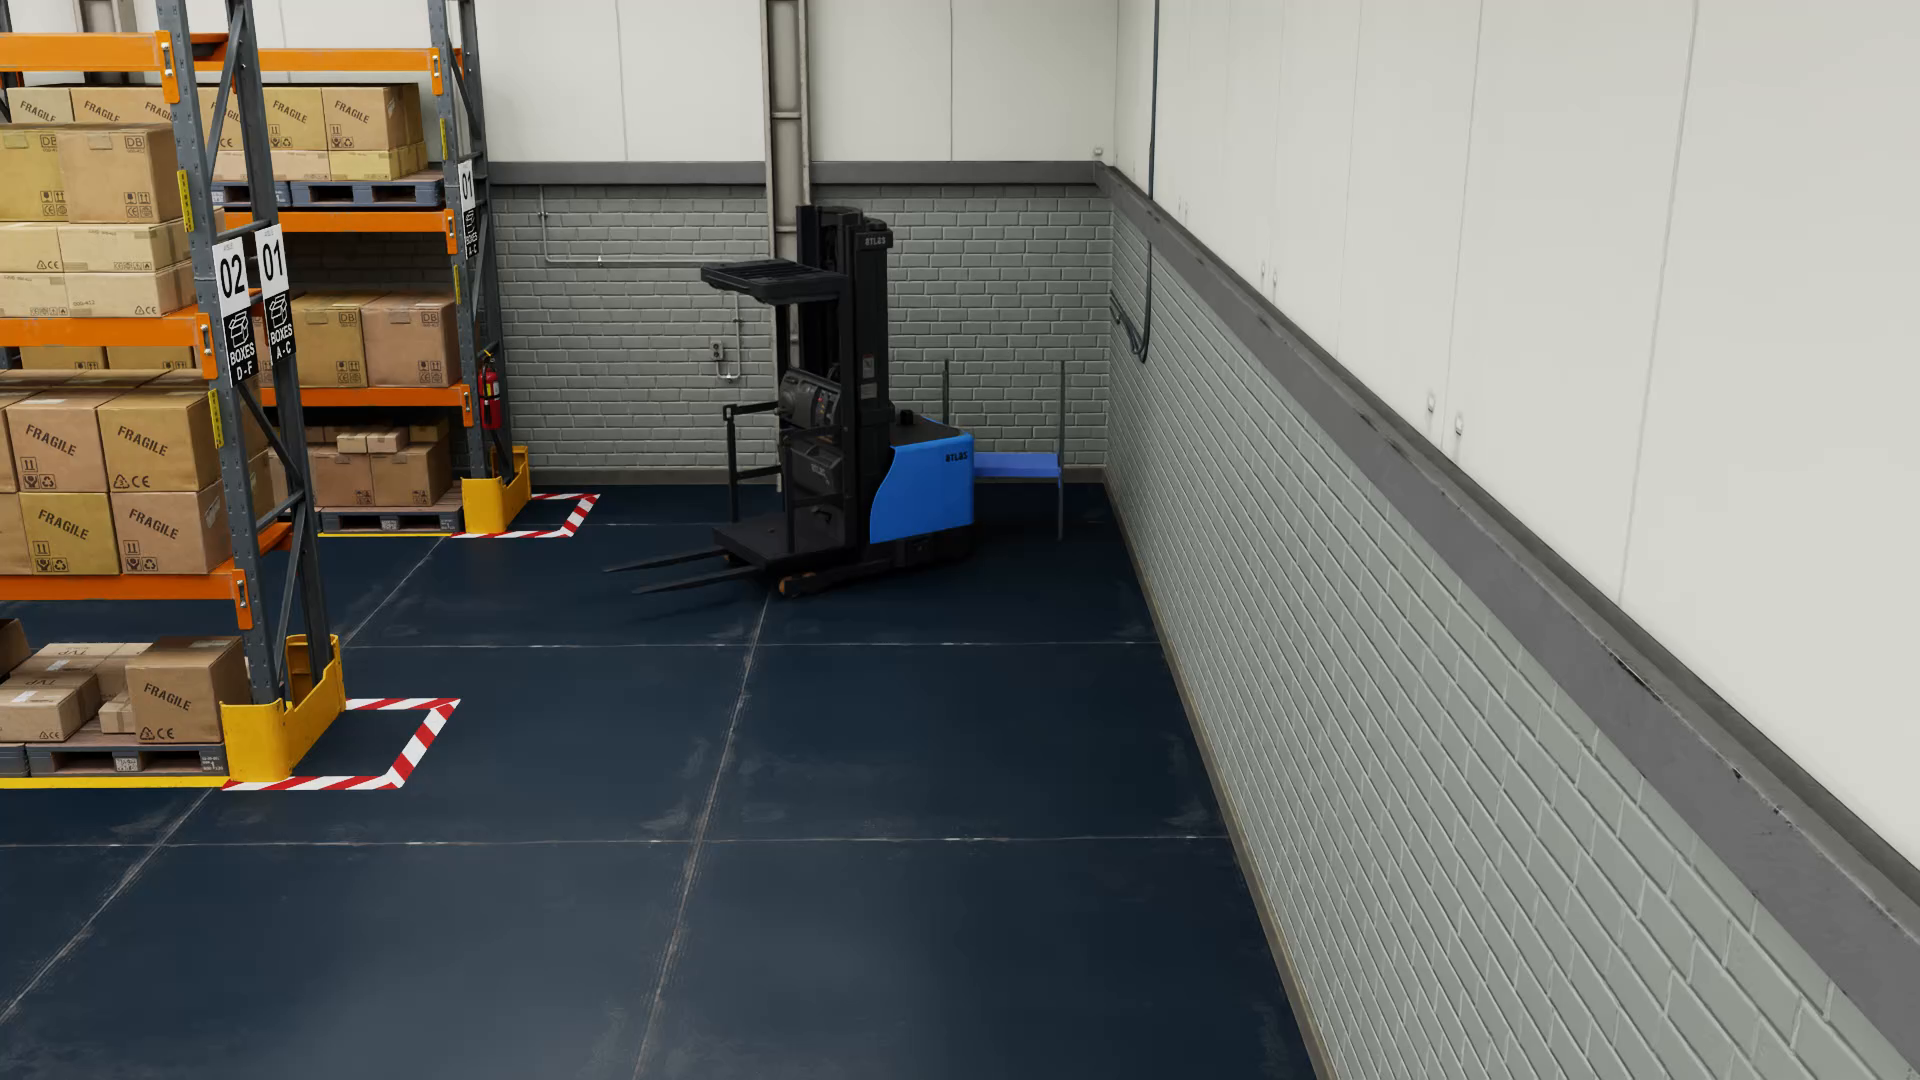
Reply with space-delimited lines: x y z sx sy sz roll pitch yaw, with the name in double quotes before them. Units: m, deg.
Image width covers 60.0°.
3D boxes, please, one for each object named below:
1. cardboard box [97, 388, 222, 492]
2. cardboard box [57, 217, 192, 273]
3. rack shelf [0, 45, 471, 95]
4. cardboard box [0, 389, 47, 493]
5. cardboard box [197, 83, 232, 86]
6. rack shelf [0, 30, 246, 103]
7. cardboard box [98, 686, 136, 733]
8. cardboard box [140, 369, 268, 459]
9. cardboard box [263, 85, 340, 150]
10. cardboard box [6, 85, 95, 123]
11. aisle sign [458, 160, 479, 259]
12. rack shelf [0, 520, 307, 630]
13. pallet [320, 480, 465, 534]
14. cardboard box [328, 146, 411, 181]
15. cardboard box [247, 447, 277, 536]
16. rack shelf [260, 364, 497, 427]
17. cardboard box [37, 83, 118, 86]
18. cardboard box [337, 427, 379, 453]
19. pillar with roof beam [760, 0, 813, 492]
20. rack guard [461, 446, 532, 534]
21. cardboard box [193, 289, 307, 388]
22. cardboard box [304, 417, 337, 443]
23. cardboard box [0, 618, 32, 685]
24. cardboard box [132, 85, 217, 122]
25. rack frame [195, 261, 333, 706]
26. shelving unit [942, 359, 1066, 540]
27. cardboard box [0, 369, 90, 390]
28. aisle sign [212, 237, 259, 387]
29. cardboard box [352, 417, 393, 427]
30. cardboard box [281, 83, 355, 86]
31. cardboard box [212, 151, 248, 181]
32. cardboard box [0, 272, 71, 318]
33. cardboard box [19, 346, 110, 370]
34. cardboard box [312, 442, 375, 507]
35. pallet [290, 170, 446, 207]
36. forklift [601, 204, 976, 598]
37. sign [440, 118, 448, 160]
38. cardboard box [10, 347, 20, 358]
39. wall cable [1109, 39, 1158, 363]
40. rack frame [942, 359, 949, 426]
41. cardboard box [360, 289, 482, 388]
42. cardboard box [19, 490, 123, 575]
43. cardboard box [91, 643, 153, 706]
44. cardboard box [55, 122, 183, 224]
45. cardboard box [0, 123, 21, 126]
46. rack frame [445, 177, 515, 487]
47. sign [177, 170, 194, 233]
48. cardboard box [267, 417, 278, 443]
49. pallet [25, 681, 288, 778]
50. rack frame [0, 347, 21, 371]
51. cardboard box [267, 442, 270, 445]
"cardboard box" -4.610 -0.587 9.666 0.500 0.500 0.500 0 18 -1
"cardboard box" -4.679 -1.664 9.340 0.500 0.250 0.500 0 18 -1
"rack shelf" -6.251 -3.976 14.043 4.000 0.370 1.077 0 18 -1
"cardboard box" -5.634 -0.580 9.645 0.500 0.500 0.500 0 18 1
"cardboard box" -6.517 -3.691 14.399 0.500 0.500 0.500 -1 18 -3
"rack shelf" -6.169 -2.652 9.266 4.000 0.370 1.077 0 18 -1
"cardboard box" -5.116 1.043 10.305 0.250 0.166 0.380 0 18 -1
"cardboard box" -4.617 -0.751 10.179 0.500 0.500 0.500 0 18 1
"cardboard box" -5.480 -3.538 13.922 0.500 0.500 0.500 0 18 1
"cardboard box" -7.534 -3.522 13.873 0.500 0.500 0.500 0 18 -1
"aisle sign" -4.175 -2.809 14.137 0.004 0.787 0.394 0 18 -1
"rack shelf" -6.169 0.203 10.182 4.000 0.370 1.077 0 18 -1
"pallet" -5.050 -0.307 15.158 1.213 0.211 1.003 0 18 -1
"cardboard box" -4.980 -3.182 14.040 0.500 0.250 0.500 0 18 1
"cardboard box" -4.617 -0.275 10.331 0.500 0.500 0.500 0 18 0
"rack shelf" -6.251 -1.310 14.898 4.000 0.370 1.077 0 18 -1
"cardboard box" -7.556 -3.679 14.362 0.500 0.500 0.500 0 18 -1
"cardboard box" -5.331 -0.889 14.752 0.250 0.149 0.380 0 18 1
"pillar with roof beam" -1.498 -3.481 10.668 0.400 9.000 9.100 0 18 -1
"rack guard" -4.228 -0.472 15.201 0.348 0.500 1.175 0 18 -1
"cardboard box" -6.251 -1.792 14.731 0.700 0.700 0.980 -1 18 -4
"cardboard box" -5.839 -1.003 15.108 0.250 0.149 0.380 0 18 0
"cardboard box" -6.291 0.839 10.390 0.637 0.503 0.797 0 18 -1
"cardboard box" -6.526 -3.531 13.899 0.500 0.500 0.500 0 18 -1
"rack frame" -4.170 -0.149 10.102 0.127 3.000 1.000 0 18 -1
"shelving unit" 0.381 -0.796 14.573 1.048 1.500 0.538 1 18 2
"cardboard box" -5.640 -0.746 10.161 0.500 0.500 0.500 0 18 0
"aisle sign" -4.097 -1.294 9.415 0.004 0.787 0.394 0 18 -1
"cardboard box" -5.335 -1.006 15.115 0.250 0.149 0.380 0 18 -1
"cardboard box" -5.514 -3.694 14.408 0.500 0.500 0.500 -1 18 -2
"cardboard box" -6.020 -3.175 14.019 0.500 0.250 0.500 -1 18 -3
"cardboard box" -5.179 -1.424 9.411 0.500 0.250 0.500 0 18 -1
"cardboard box" -7.708 -1.783 14.705 0.700 0.700 0.980 0 18 0
"cardboard box" -5.450 -0.636 15.023 0.500 0.500 0.700 0 18 -1
"pallet" -4.993 -3.042 14.353 1.213 0.211 1.003 0 18 -1
"forklift" -1.381 -1.121 13.244 3.031 2.935 1.130 -11 21 -32
"sign" -4.257 -3.309 13.720 0.005 0.325 0.100 0 18 -1
"cardboard box" -8.715 -1.916 14.928 0.500 0.500 0.500 -1 18 -3
"wall cable" 1.409 -2.958 14.121 0.112 2.526 3.097 0 18 -1
"rack frame" -0.126 -0.803 14.594 0.032 1.500 0.500 1 18 2
"cardboard box" -4.761 -1.800 14.756 0.700 0.700 0.980 1 18 2
"cardboard box" -5.132 -0.108 9.810 0.500 0.500 0.500 0 18 0
"cardboard box" -5.218 0.869 10.710 0.500 0.250 0.500 0 18 -1
"cardboard box" -4.683 -2.094 9.453 0.500 0.500 0.700 0 18 -1
"cardboard box" -5.683 -2.082 9.417 0.500 0.500 0.700 0 18 -1
"rack frame" -4.252 -1.662 14.819 0.127 3.000 1.000 0 18 -1
"sign" -4.181 -1.830 8.980 0.005 0.325 0.100 0 18 -1
"cardboard box" -6.349 -1.001 15.100 0.250 0.149 0.380 -1 18 -2
"pallet" -5.043 1.183 10.514 1.213 0.211 1.003 0 18 -1
"rack frame" -8.251 -1.643 14.759 0.127 3.000 1.000 0 18 -1
"cardboard box" -6.486 -0.628 15.000 0.500 0.500 0.700 0 18 0
